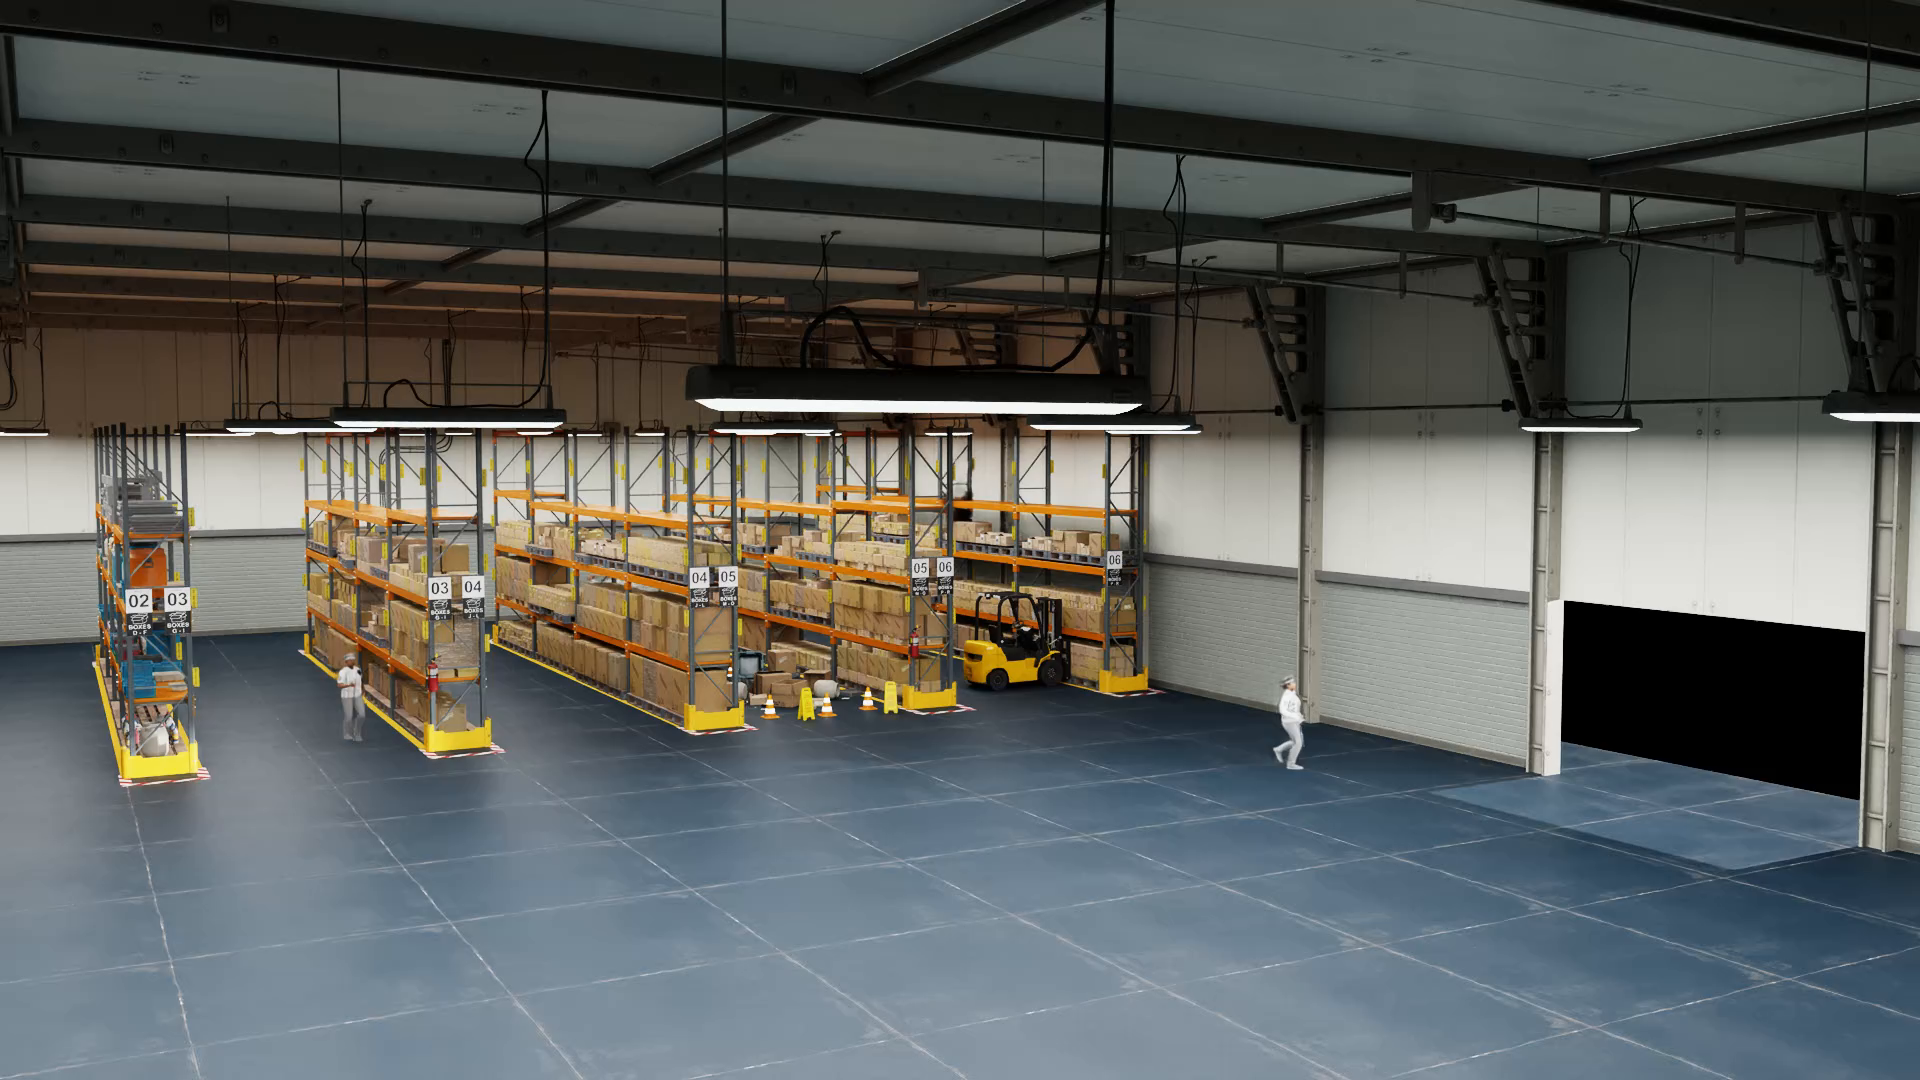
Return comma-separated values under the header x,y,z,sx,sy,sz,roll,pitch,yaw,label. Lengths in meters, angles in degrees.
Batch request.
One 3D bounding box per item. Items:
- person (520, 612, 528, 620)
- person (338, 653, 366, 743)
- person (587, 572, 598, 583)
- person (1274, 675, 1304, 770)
x,y,z,sx,sy,sz,roll,pitch,yaw,label
-12.527,1.992,48.619,0.502,1.658,0.929,1,4,14,person
-11.451,2.985,31.371,0.558,1.728,0.667,-3,5,-41,person
-10.946,1.862,49.452,0.784,1.818,0.670,-2,4,-26,person
5.703,3.150,28.821,0.579,1.646,0.613,2,4,25,person
